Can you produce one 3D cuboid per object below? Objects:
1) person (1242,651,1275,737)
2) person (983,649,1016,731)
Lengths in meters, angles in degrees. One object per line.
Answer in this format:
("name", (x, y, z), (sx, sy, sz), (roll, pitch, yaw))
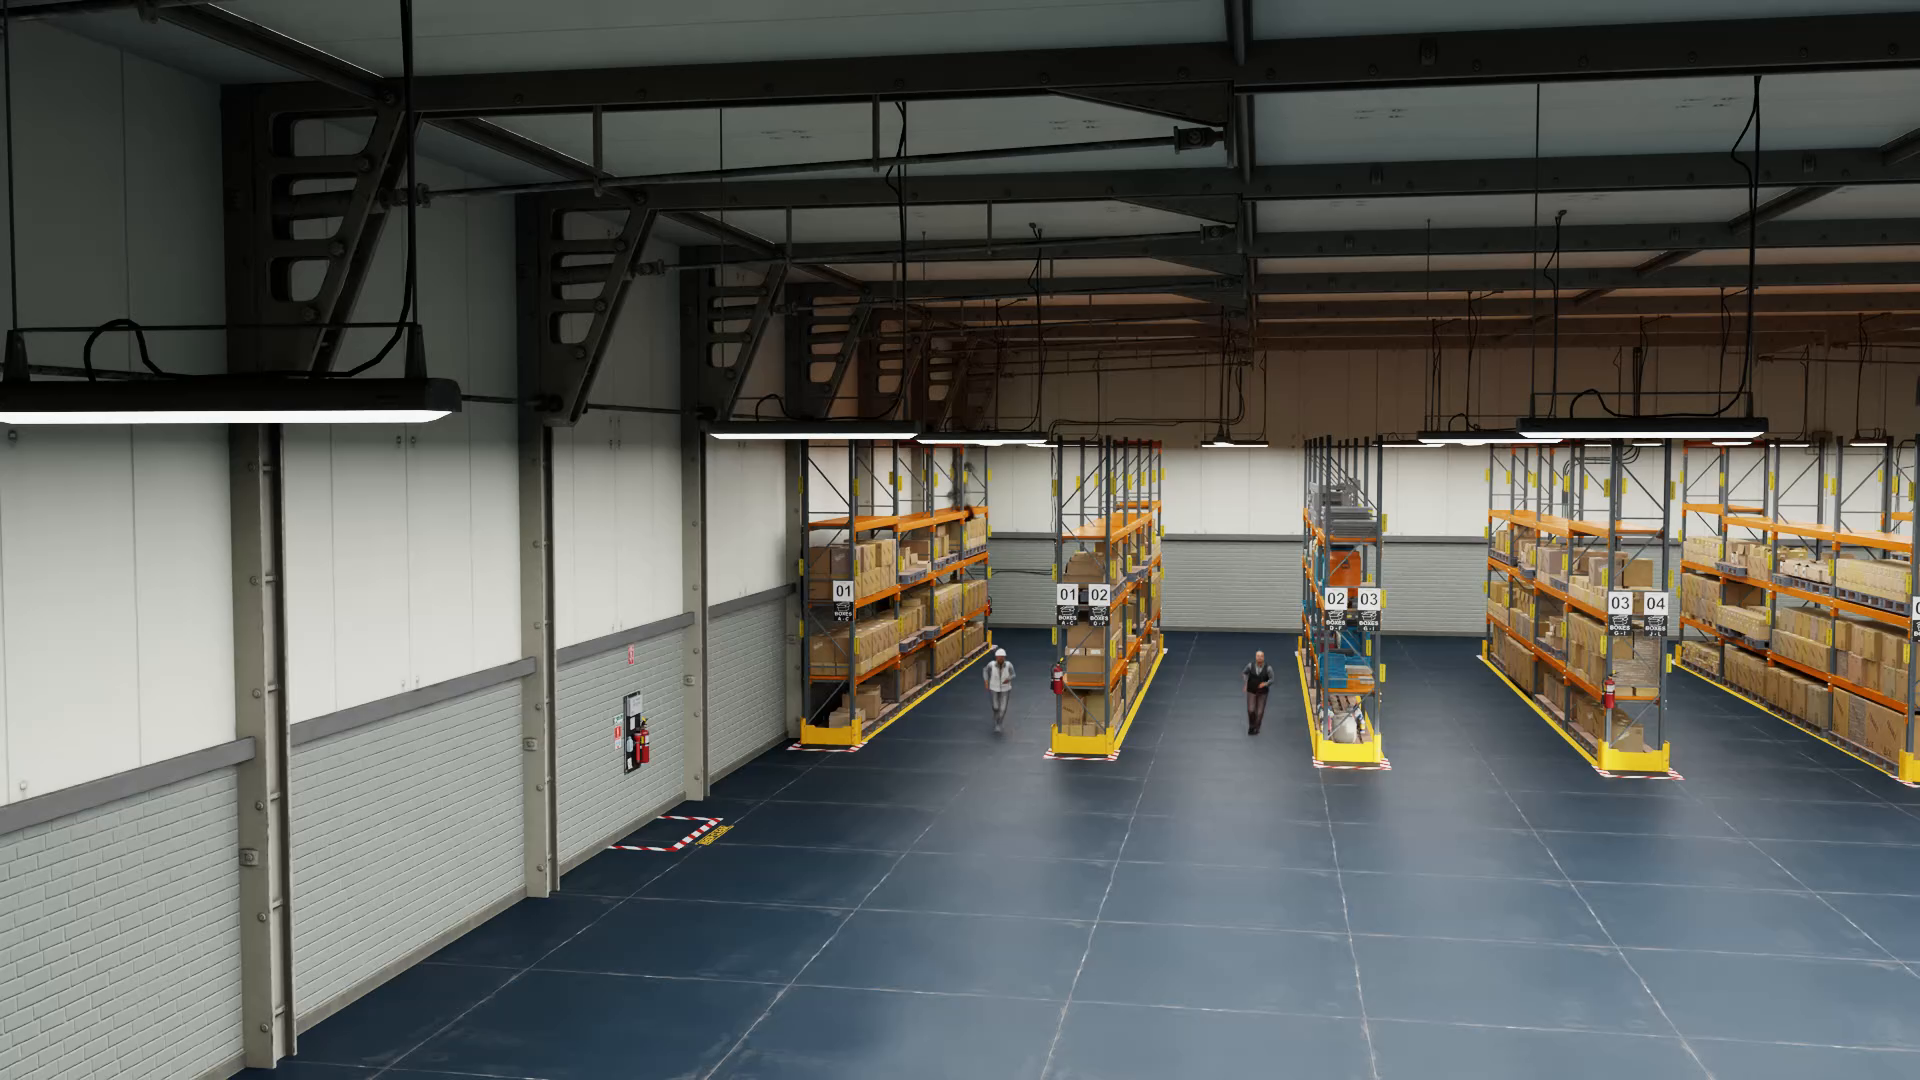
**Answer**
("person", (5.954, 3.085, 33.241), (0.654, 1.725, 0.611), (1, 3, 11))
("person", (0.805, 3.054, 33.838), (0.647, 1.703, 0.719), (0, 3, -4))
